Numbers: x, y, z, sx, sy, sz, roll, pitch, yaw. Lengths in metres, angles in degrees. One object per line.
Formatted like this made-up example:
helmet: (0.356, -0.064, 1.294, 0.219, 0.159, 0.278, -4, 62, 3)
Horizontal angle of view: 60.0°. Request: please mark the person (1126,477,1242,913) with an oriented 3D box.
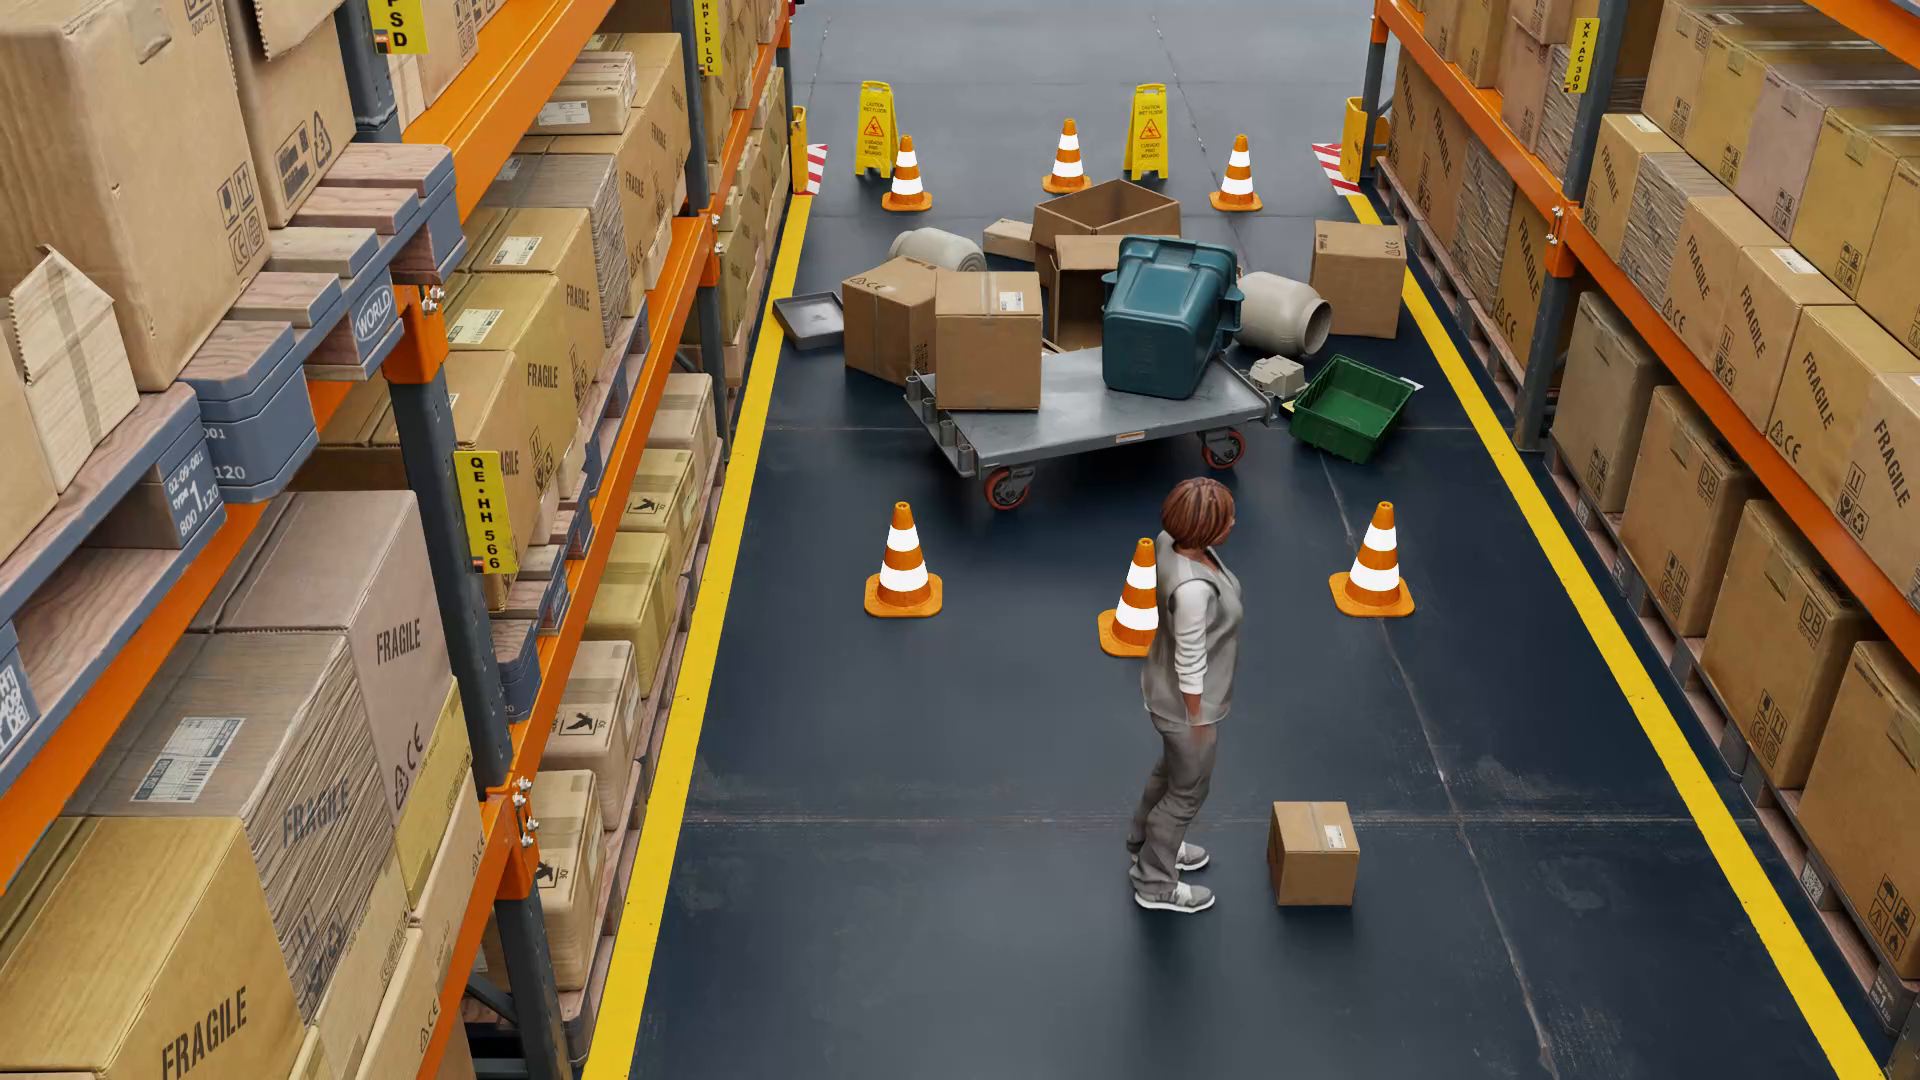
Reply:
person: (0.725, 0.498, 5.354, 0.306, 1.593, 0.406, 1, 32, 1)
